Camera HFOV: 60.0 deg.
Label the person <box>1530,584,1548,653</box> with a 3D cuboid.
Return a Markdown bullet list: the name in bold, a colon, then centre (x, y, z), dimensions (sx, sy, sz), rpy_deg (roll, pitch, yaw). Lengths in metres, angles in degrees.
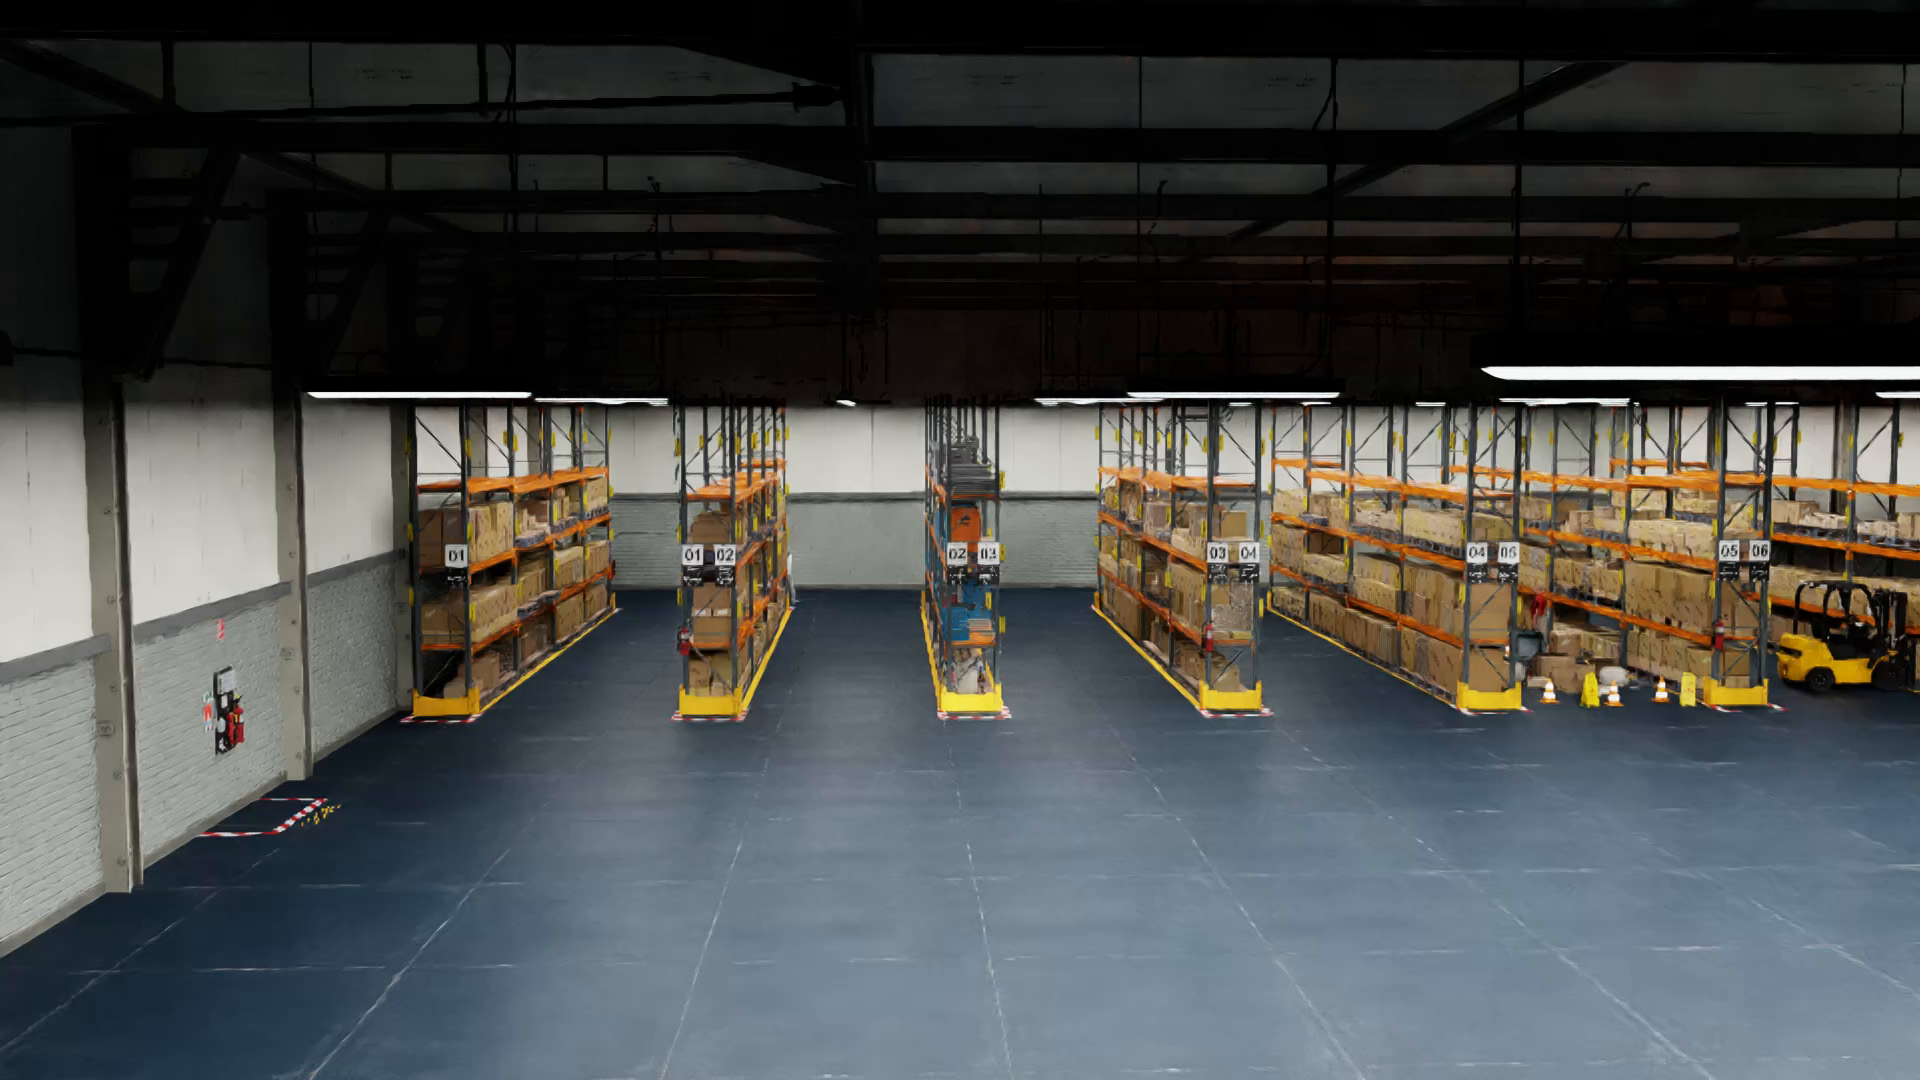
- **person**: centre (13.154, 1.853, 37.918), dimensions (0.593, 1.719, 0.652), rpy_deg (2, 5, 23)

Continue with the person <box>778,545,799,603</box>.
- **person**: centre (-5.169, 0.986, 48.972), dimensions (0.584, 1.747, 0.932), rpy_deg (-3, 5, -29)
